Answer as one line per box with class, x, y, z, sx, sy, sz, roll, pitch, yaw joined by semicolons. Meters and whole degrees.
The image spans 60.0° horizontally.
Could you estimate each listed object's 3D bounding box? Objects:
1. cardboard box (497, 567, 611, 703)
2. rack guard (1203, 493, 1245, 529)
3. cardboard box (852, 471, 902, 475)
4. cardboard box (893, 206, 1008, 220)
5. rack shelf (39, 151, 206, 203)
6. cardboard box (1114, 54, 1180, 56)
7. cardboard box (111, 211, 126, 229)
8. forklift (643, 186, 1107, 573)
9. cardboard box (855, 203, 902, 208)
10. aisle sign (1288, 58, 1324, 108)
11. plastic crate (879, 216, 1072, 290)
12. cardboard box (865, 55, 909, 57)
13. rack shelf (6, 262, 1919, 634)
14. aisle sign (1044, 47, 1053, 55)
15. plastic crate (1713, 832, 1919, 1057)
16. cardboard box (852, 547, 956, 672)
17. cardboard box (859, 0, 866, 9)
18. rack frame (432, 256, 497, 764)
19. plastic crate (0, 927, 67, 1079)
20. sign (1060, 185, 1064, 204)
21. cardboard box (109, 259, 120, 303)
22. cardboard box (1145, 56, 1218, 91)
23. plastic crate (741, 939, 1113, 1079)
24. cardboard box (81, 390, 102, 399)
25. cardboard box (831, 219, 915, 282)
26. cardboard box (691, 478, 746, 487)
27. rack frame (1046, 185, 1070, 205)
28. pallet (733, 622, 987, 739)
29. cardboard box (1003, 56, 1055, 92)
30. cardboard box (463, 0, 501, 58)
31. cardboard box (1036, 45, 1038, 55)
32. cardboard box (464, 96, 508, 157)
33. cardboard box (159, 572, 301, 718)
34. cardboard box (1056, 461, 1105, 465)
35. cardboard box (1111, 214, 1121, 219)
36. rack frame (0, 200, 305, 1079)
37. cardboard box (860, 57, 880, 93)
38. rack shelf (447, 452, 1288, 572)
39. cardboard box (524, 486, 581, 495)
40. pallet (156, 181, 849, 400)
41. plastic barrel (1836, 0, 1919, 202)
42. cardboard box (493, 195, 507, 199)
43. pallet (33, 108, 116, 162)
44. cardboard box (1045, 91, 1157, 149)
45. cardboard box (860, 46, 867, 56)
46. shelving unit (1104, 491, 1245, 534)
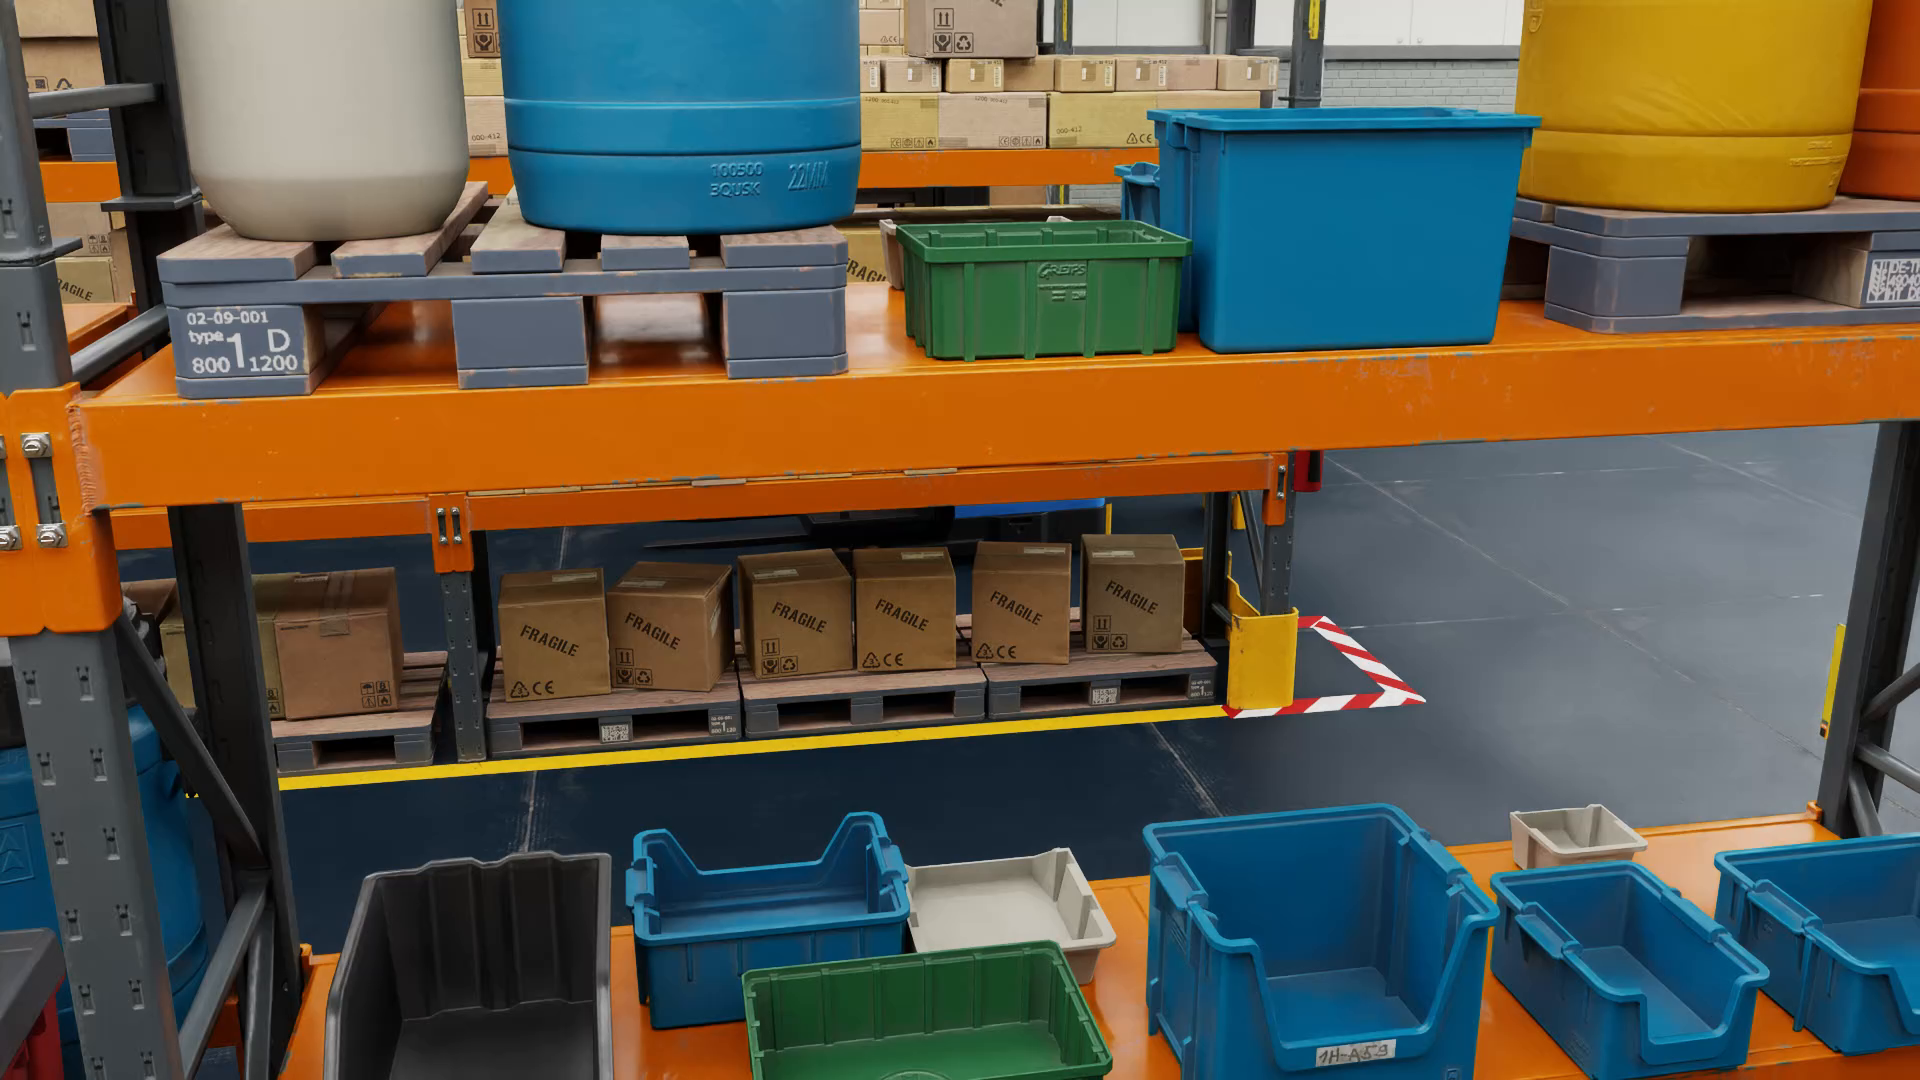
cardboard box;-2.005;0.462;8.241;0.500;0.500;0.500;-4;17;-12
rack guard;1.876;-0.278;11.791;0.087;0.250;0.587;-5;18;-14
cardboard box;-0.430;-0.441;8.066;0.250;0.149;0.380;-3;17;-10
cardboard box;-0.052;-1.406;8.400;0.500;0.500;0.500;-3;17;-10
rack shelf;-4.369;-1.500;7.203;4.000;0.370;1.077;-3;17;-10
cardboard box;0.935;-2.362;8.360;0.250;0.149;0.380;-3;17;-9
cardboard box;-5.732;-2.340;11.947;0.500;0.500;0.700;-4;17;-11
forklift;-0.603;-1.354;10.727;3.031;2.935;1.130;-5;18;-14
cardboard box;-0.789;-2.709;12.927;0.550;0.550;0.875;-3;17;-10
aisle sign;1.640;-1.904;7.974;0.004;0.787;0.394;-3;17;-10
plastic crate;0.034;-0.607;3.520;0.396;0.136;0.243;-3;17;-10
cardboard box;-0.311;-2.258;8.023;0.250;0.149;0.380;-3;17;-11
rack shelf;0.498;-0.295;3.279;4.000;0.370;1.077;-3;17;-10
aisle sign;0.693;-3.513;13.212;0.004;0.787;0.394;-3;17;-10
plastic crate;2.027;0.869;3.627;0.616;0.251;0.499;-3;17;-10
cardboard box;-0.293;0.353;8.597;0.500;0.500;0.500;-2;17;-5
cardboard box;-0.834;-3.936;12.093;0.250;0.149;0.380;-4;17;-11
rack frame;-2.405;-0.521;7.900;0.127;3.000;1.000;-3;17;-10
plastic crate;-1.883;0.991;2.867;0.583;0.464;0.402;-3;17;-10
sign;0.770;-2.689;12.583;0.005;0.325;0.100;-3;17;-10
cardboard box;-5.688;-1.786;11.848;0.500;0.500;0.500;-3;17;-10
cardboard box;1.031;-2.211;7.868;0.250;0.149;0.380;-4;17;-12
plastic crate;-0.079;1.014;3.264;0.662;0.188;0.450;-3;17;-10
cardboard box;-4.089;-0.648;7.422;0.637;0.503;0.797;-1;17;-5
cardboard box;-0.444;-1.228;7.821;0.500;0.500;0.500;-3;17;-10
cardboard box;-1.152;-0.377;7.859;0.250;0.149;0.380;-3;17;-10
rack frame;0.681;-2.180;13.299;0.127;3.000;1.000;-3;17;-10
pallet;-0.552;0.695;8.689;1.213;0.211;1.003;-3;17;-10
cardboard box;0.275;-2.165;7.720;0.250;0.149;0.380;-3;17;-10
cardboard box;-2.012;-2.483;7.649;0.500;0.500;0.500;-4;17;-12
cardboard box;0.419;-3.626;12.441;0.250;0.149;0.380;-3;17;-11
cardboard box;-1.915;-1.835;7.323;0.500;0.250;0.500;-4;18;-13
cardboard box;-3.484;0.512;8.043;0.500;0.500;0.700;-3;17;-11
cardboard box;0.552;-0.497;8.248;0.250;0.149;0.380;-3;17;-10
cardboard box;1.029;-1.310;8.089;0.500;0.500;0.500;-3;17;-10
rack frame;-1.465;0.906;3.252;0.127;3.000;1.000;-3;17;-10
cardboard box;-0.508;-2.111;7.544;0.250;0.149;0.380;-3;17;-9
rack shelf;-0.441;-0.289;8.369;4.000;0.370;1.077;-3;17;-10
cardboard box;-1.889;-0.337;7.727;0.250;0.149;0.380;-3;17;-10
pallet;-0.775;-0.505;3.061;1.003;0.211;1.213;-3;17;-10
plastic barrel;2.009;-1.093;3.204;0.708;0.830;0.600;-3;17;-10
cardboard box;-4.695;-3.677;16.782;0.500;0.500;0.500;-4;17;-11
pallet;-4.049;-1.803;7.284;1.003;0.211;1.213;-3;17;-10
cardboard box;0.608;-1.978;7.788;0.500;0.250;0.500;-3;17;-10
cardboard box;-0.829;-3.555;12.211;0.250;0.149;0.380;-3;17;-10
shelving unit;1.395;-0.837;11.483;1.083;1.500;0.587;-5;18;-14
